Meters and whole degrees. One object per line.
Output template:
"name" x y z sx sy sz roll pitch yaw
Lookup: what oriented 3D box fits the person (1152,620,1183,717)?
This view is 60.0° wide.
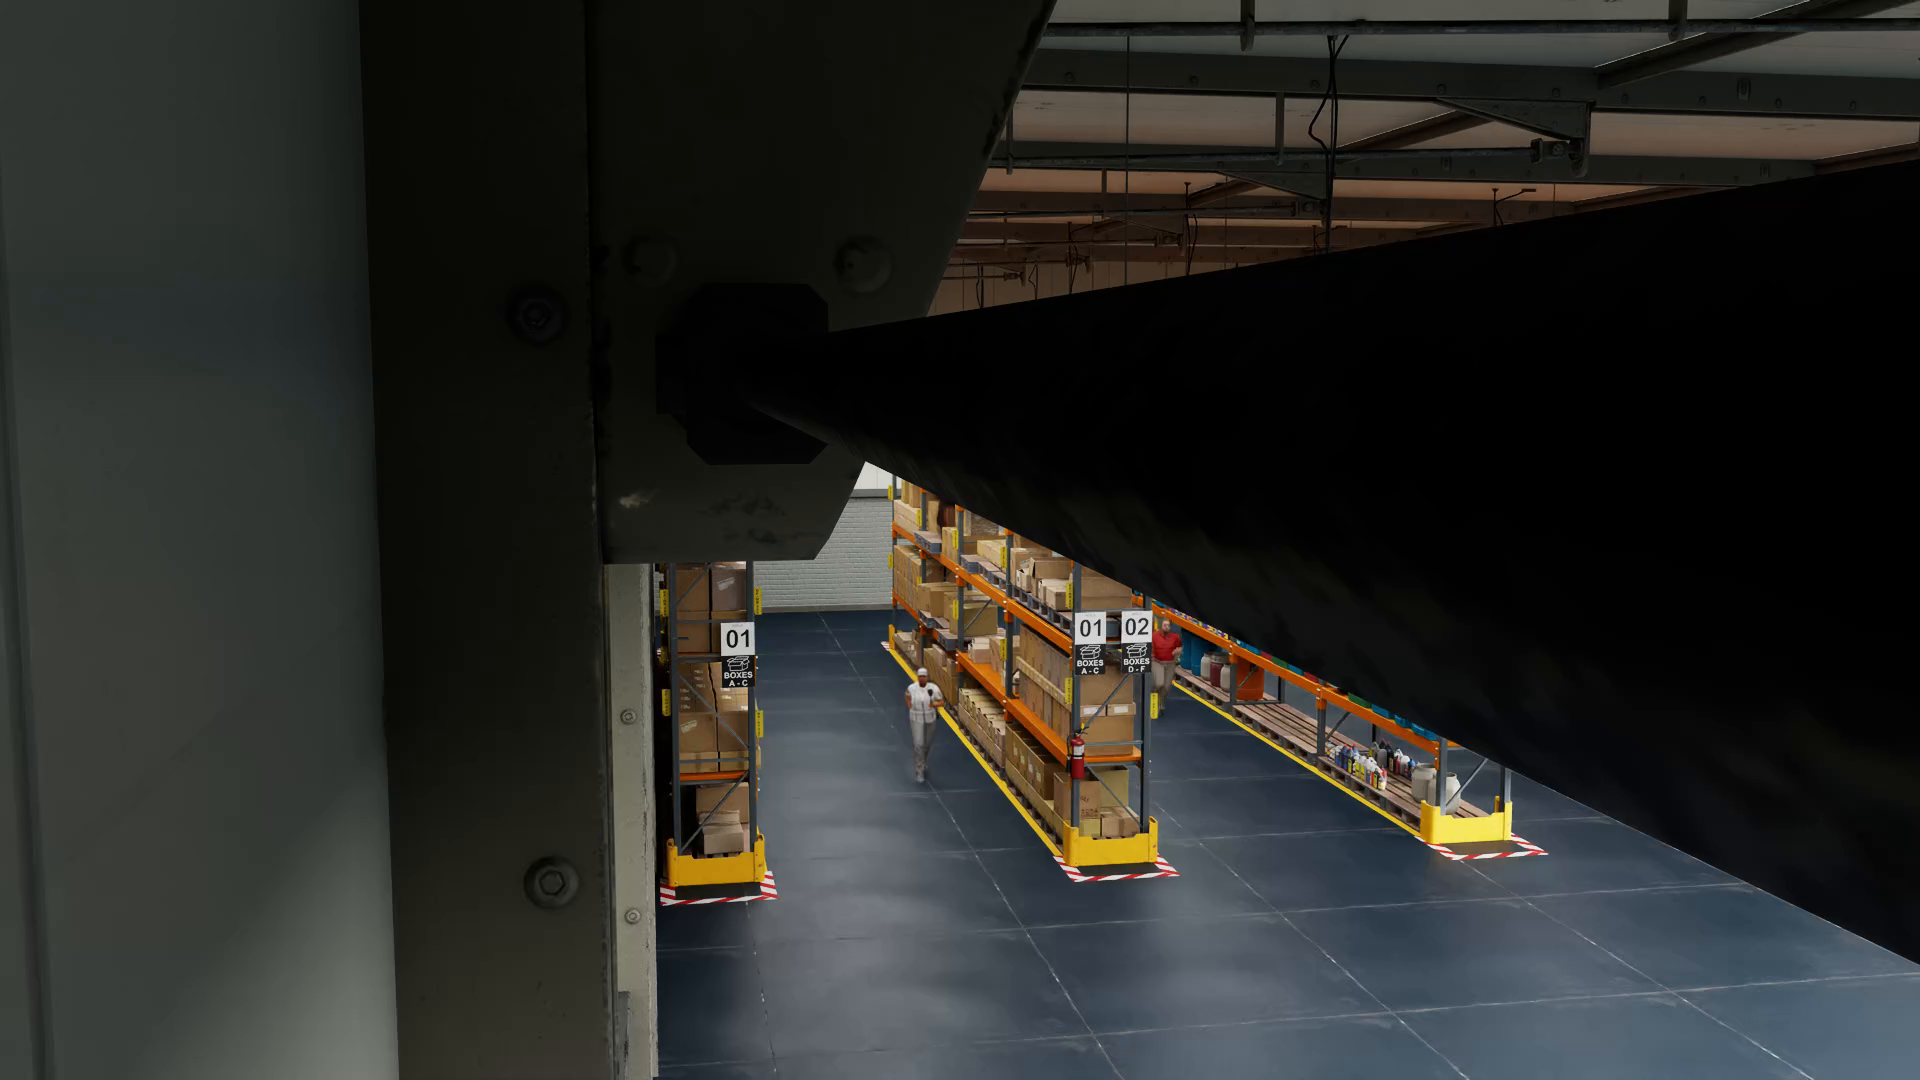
"person" 3.656 2.284 29.739 0.643 1.752 0.780 -1 6 -6

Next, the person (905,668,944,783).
"person" -0.535 2.782 25.311 0.581 1.721 0.814 -1 6 -7
